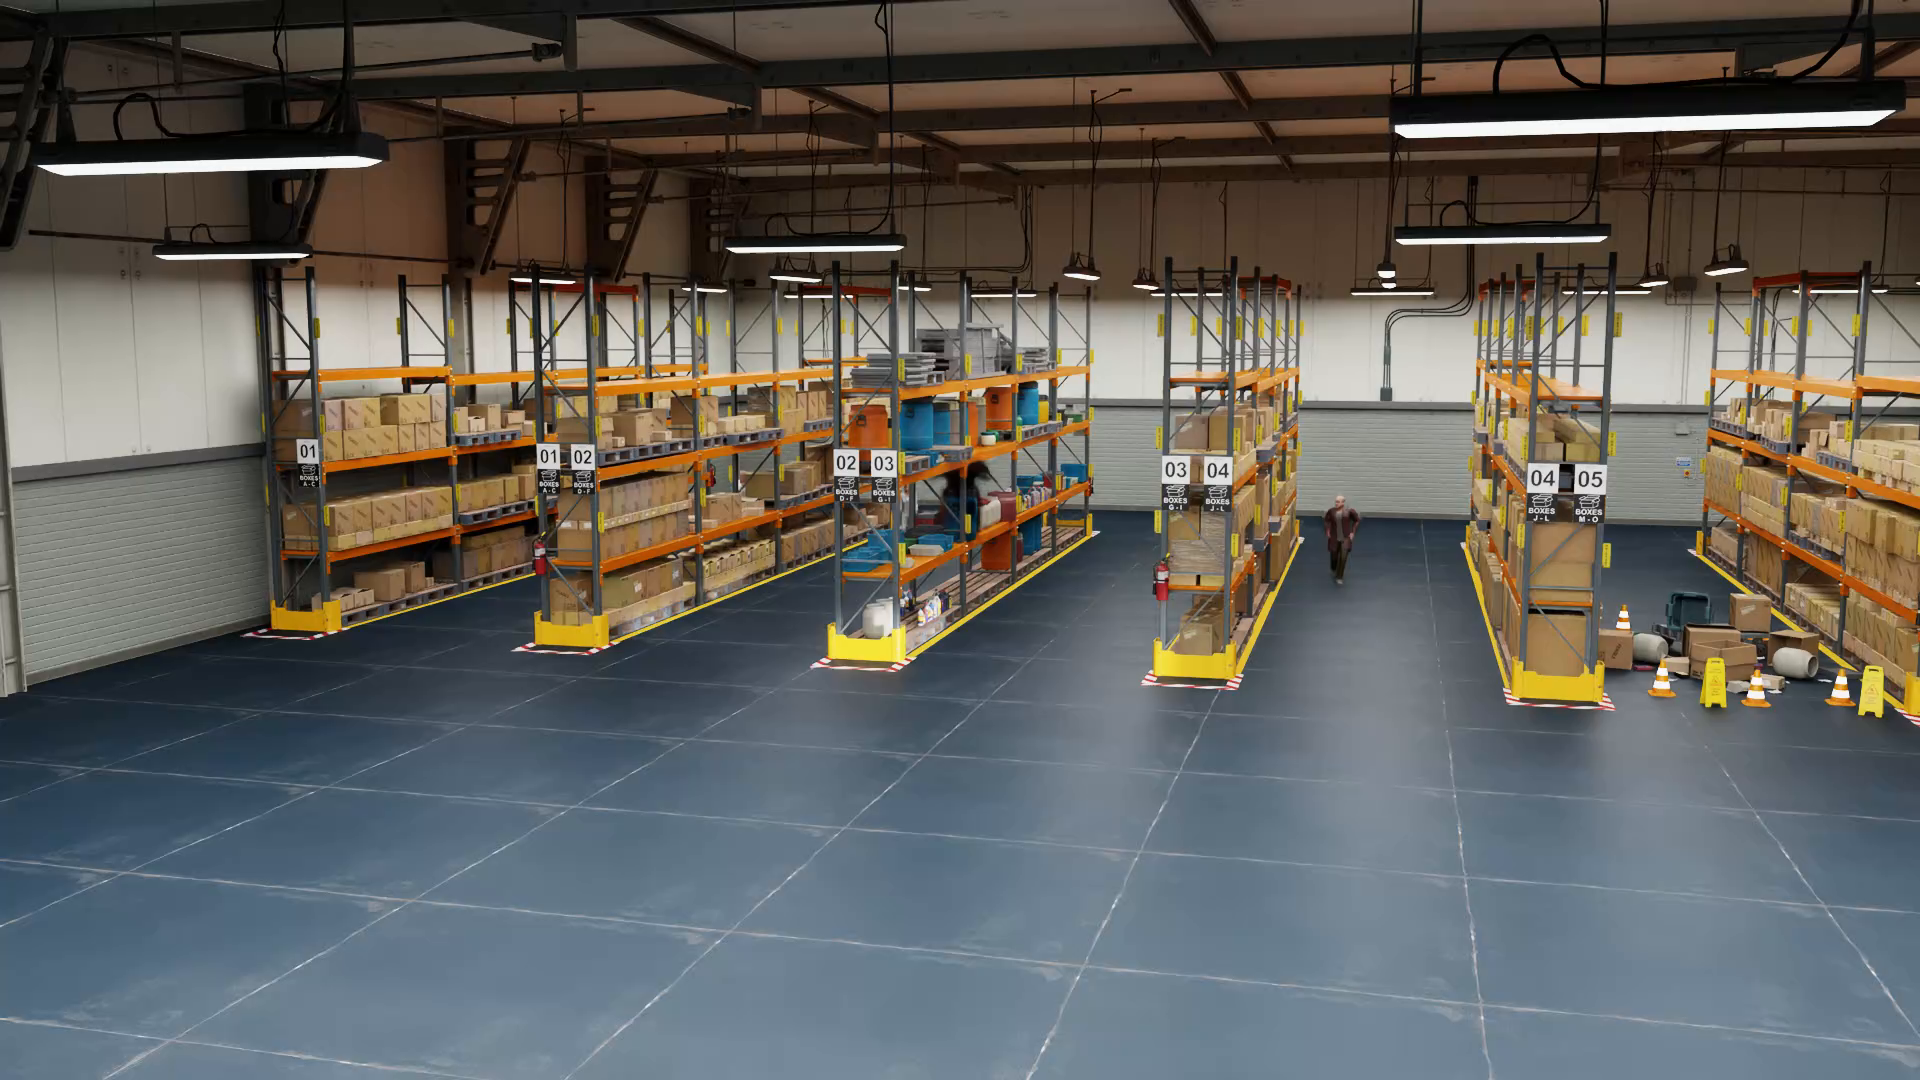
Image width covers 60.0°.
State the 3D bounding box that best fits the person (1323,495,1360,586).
[{"bbox_3d":[7.540,-0.009,32.875,0.711,1.767,0.796,1,7,10],"label":"person"}]

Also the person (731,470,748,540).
[{"bbox_3d":[-5.011,-0.709,38.123,0.676,1.735,1.006,1,7,7],"label":"person"}]

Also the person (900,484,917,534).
[{"bbox_3d":[-1.176,-0.548,37.678,0.436,1.540,0.919,1,7,7],"label":"person"}]
